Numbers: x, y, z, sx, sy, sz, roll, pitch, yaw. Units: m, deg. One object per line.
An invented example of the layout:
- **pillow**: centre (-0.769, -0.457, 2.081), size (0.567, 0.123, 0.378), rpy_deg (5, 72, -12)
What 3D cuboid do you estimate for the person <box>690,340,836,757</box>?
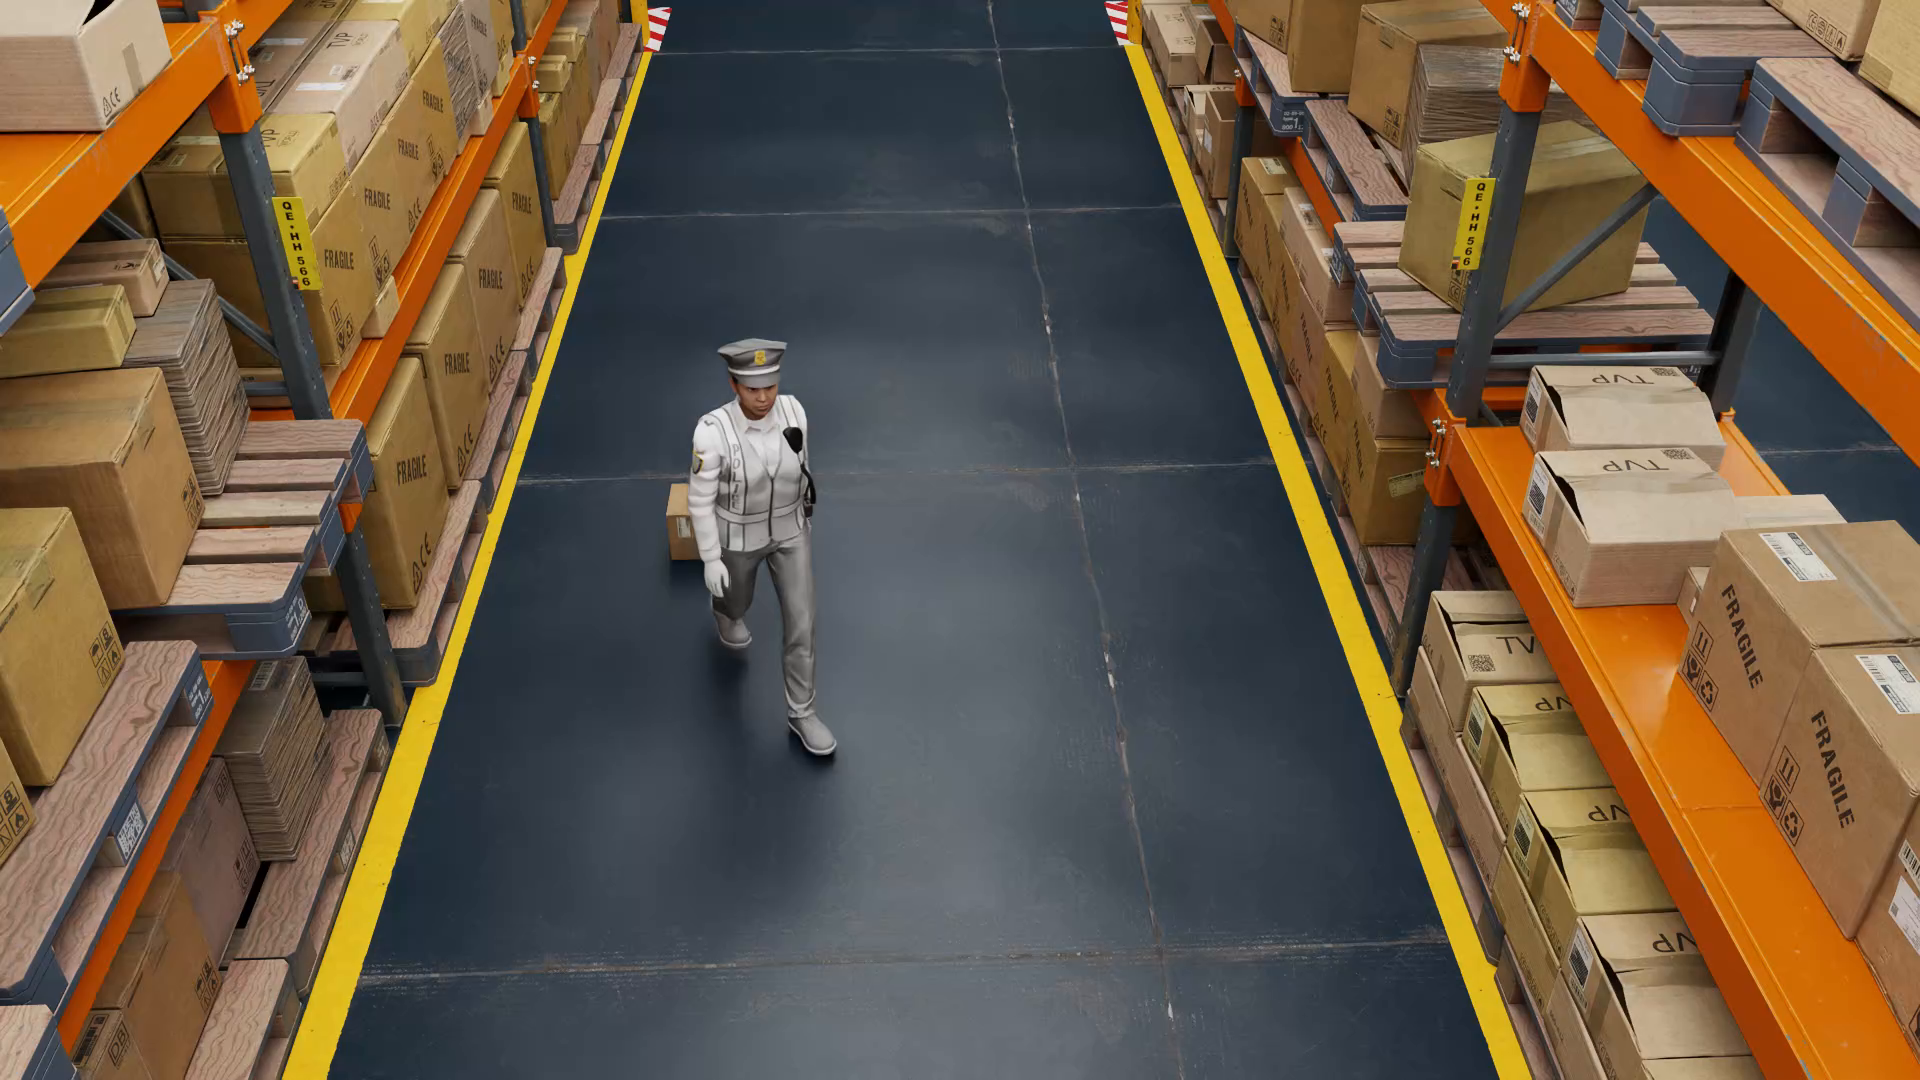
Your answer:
- **person**: centre (-0.764, -0.047, 6.185), size (0.501, 1.640, 0.920), rpy_deg (-15, 38, -21)
